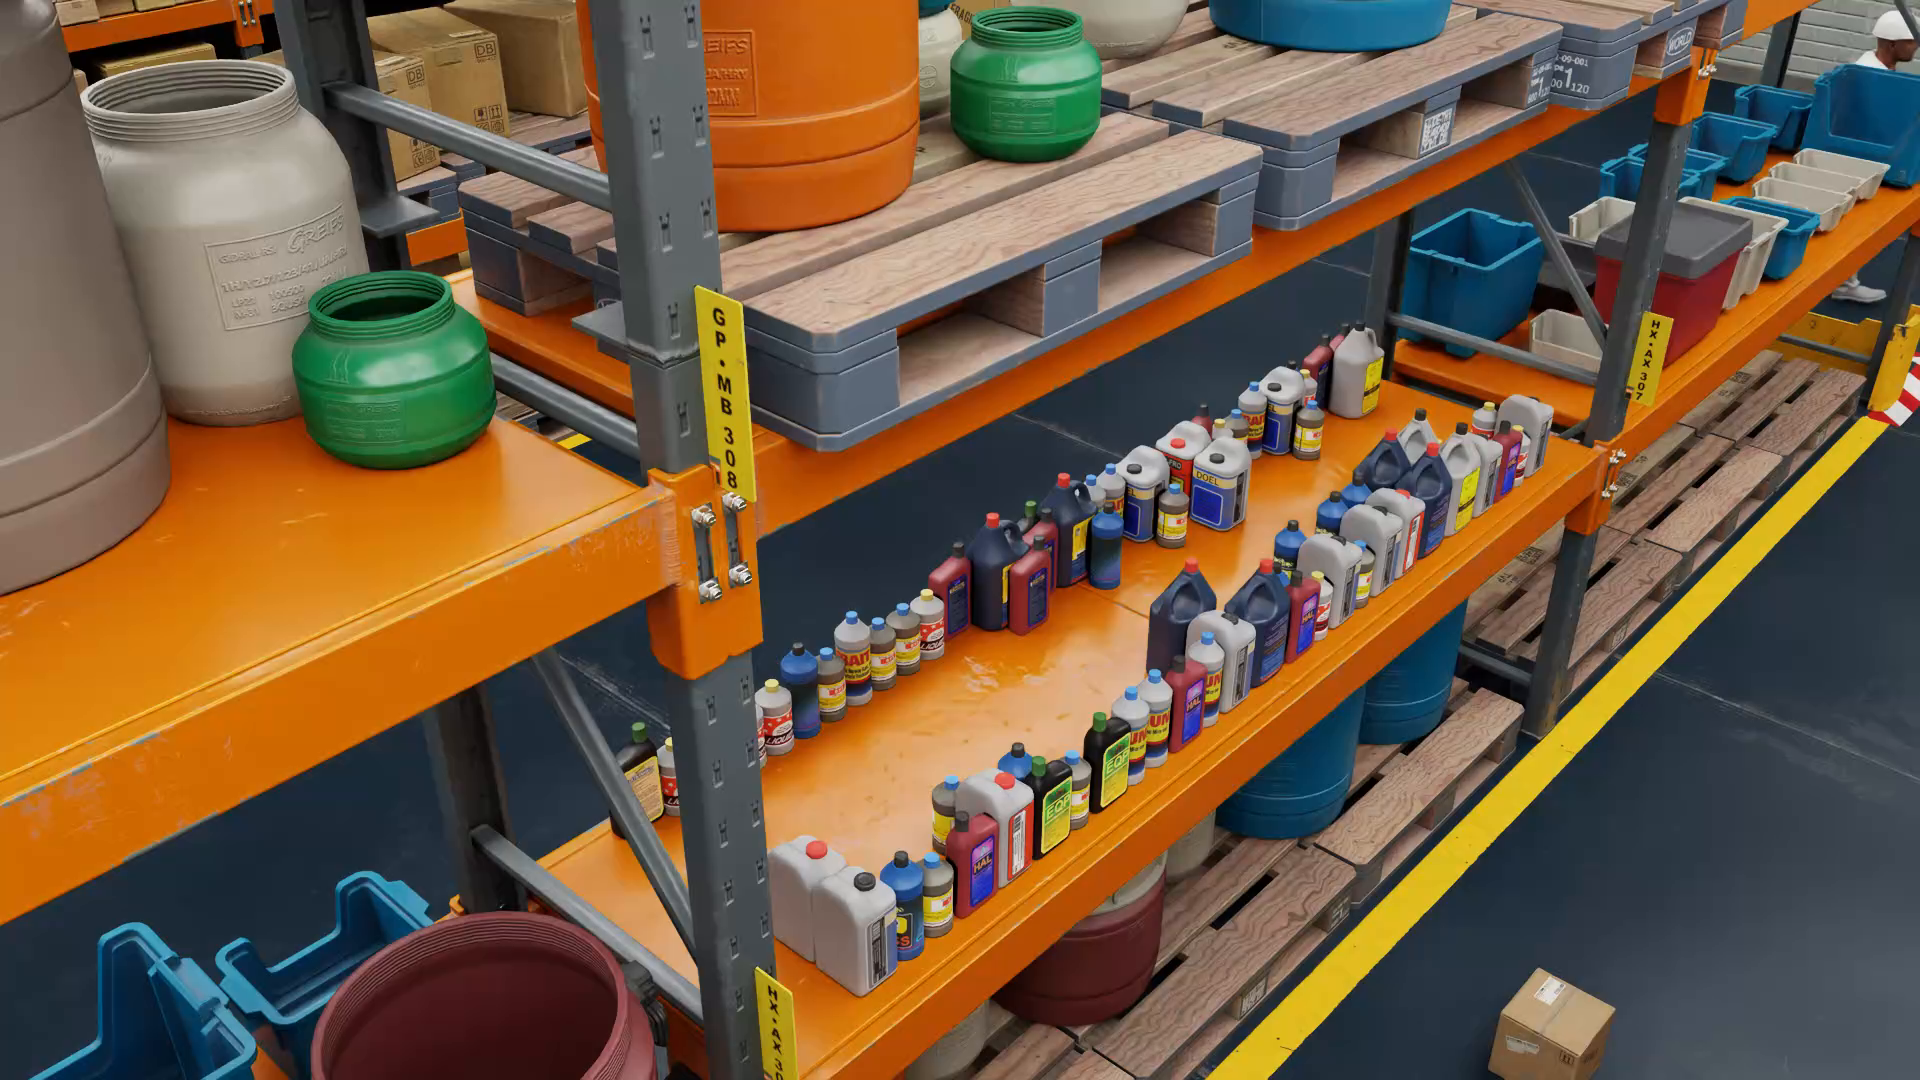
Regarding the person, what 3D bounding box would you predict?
[{"bbox_3d":[5.251,-2.297,9.927,0.930,1.741,0.628,16,35,24],"label":"person"}]
